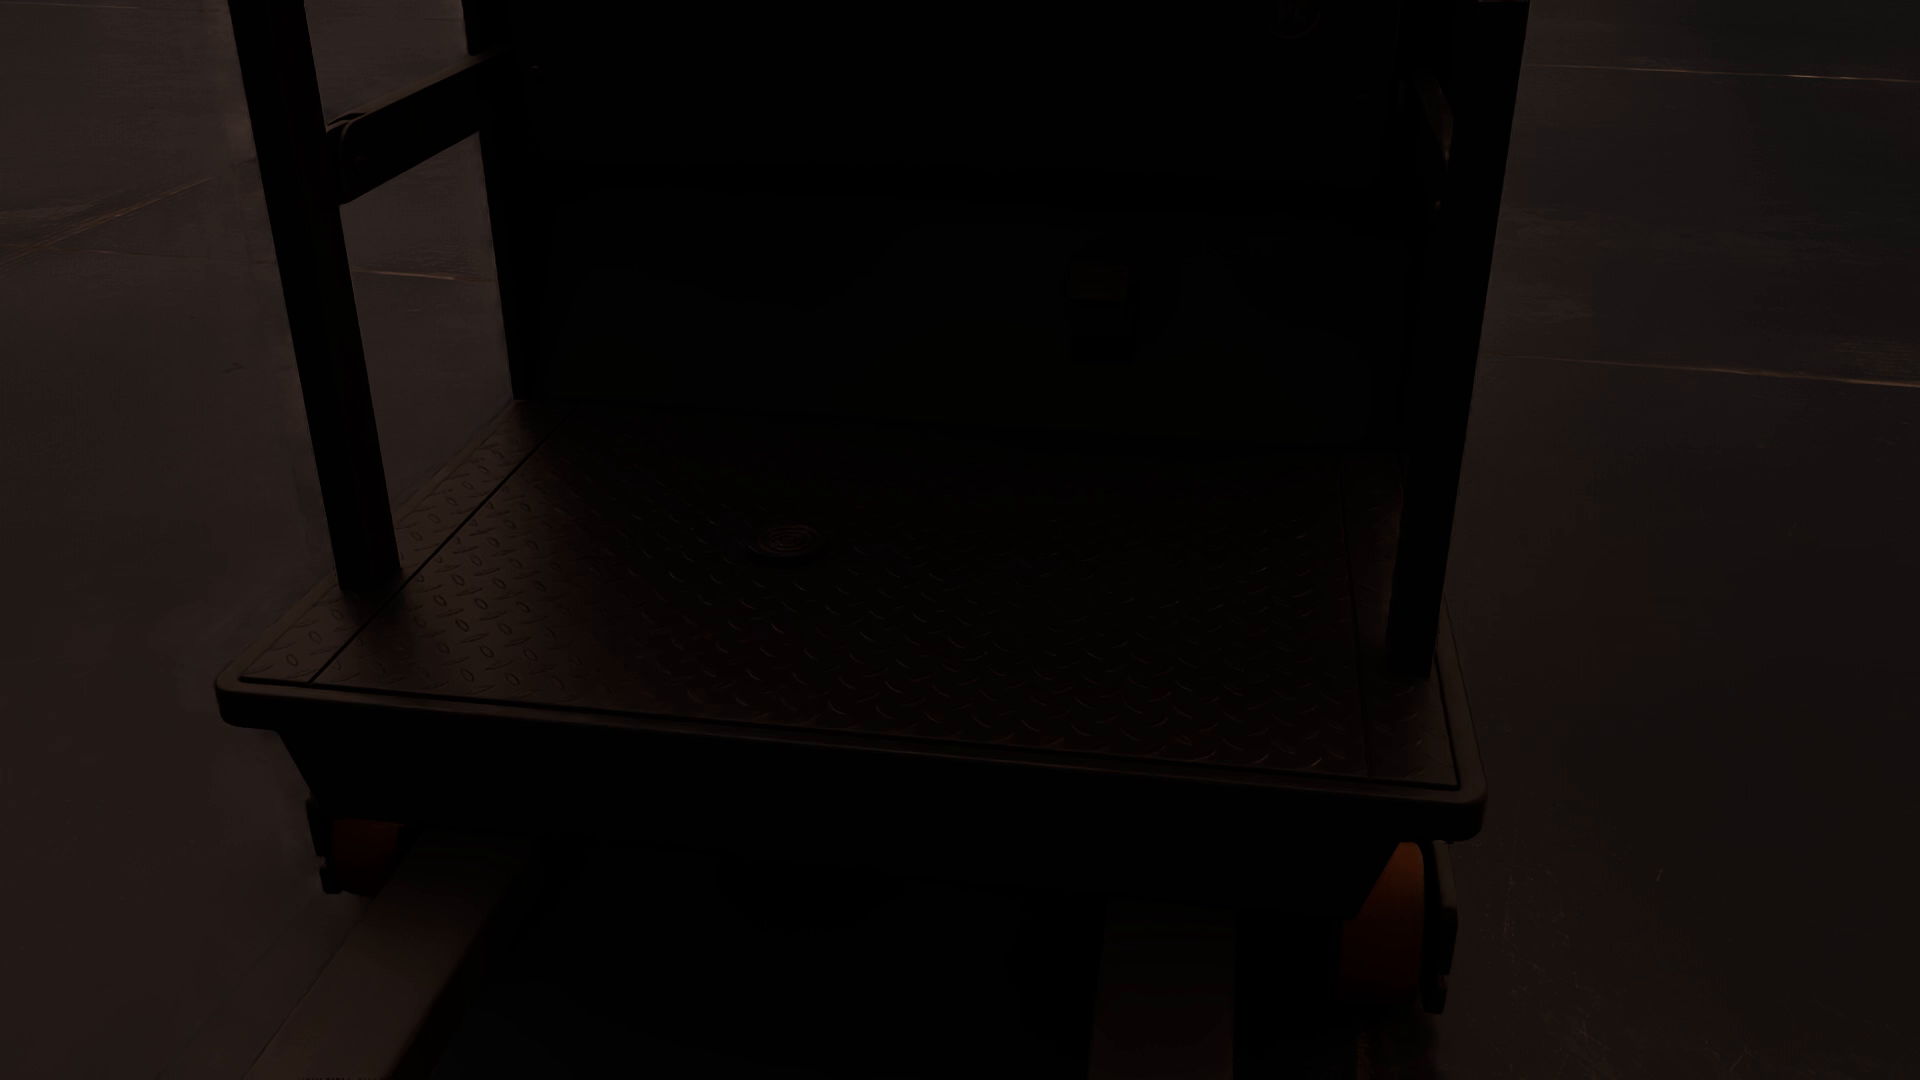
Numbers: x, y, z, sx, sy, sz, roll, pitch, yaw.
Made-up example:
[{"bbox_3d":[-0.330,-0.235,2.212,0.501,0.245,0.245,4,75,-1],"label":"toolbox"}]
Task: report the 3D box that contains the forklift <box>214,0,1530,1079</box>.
[{"bbox_3d":[-0.048,-1.032,1.292,1.130,2.935,3.031,4,27,8],"label":"forklift"}]
